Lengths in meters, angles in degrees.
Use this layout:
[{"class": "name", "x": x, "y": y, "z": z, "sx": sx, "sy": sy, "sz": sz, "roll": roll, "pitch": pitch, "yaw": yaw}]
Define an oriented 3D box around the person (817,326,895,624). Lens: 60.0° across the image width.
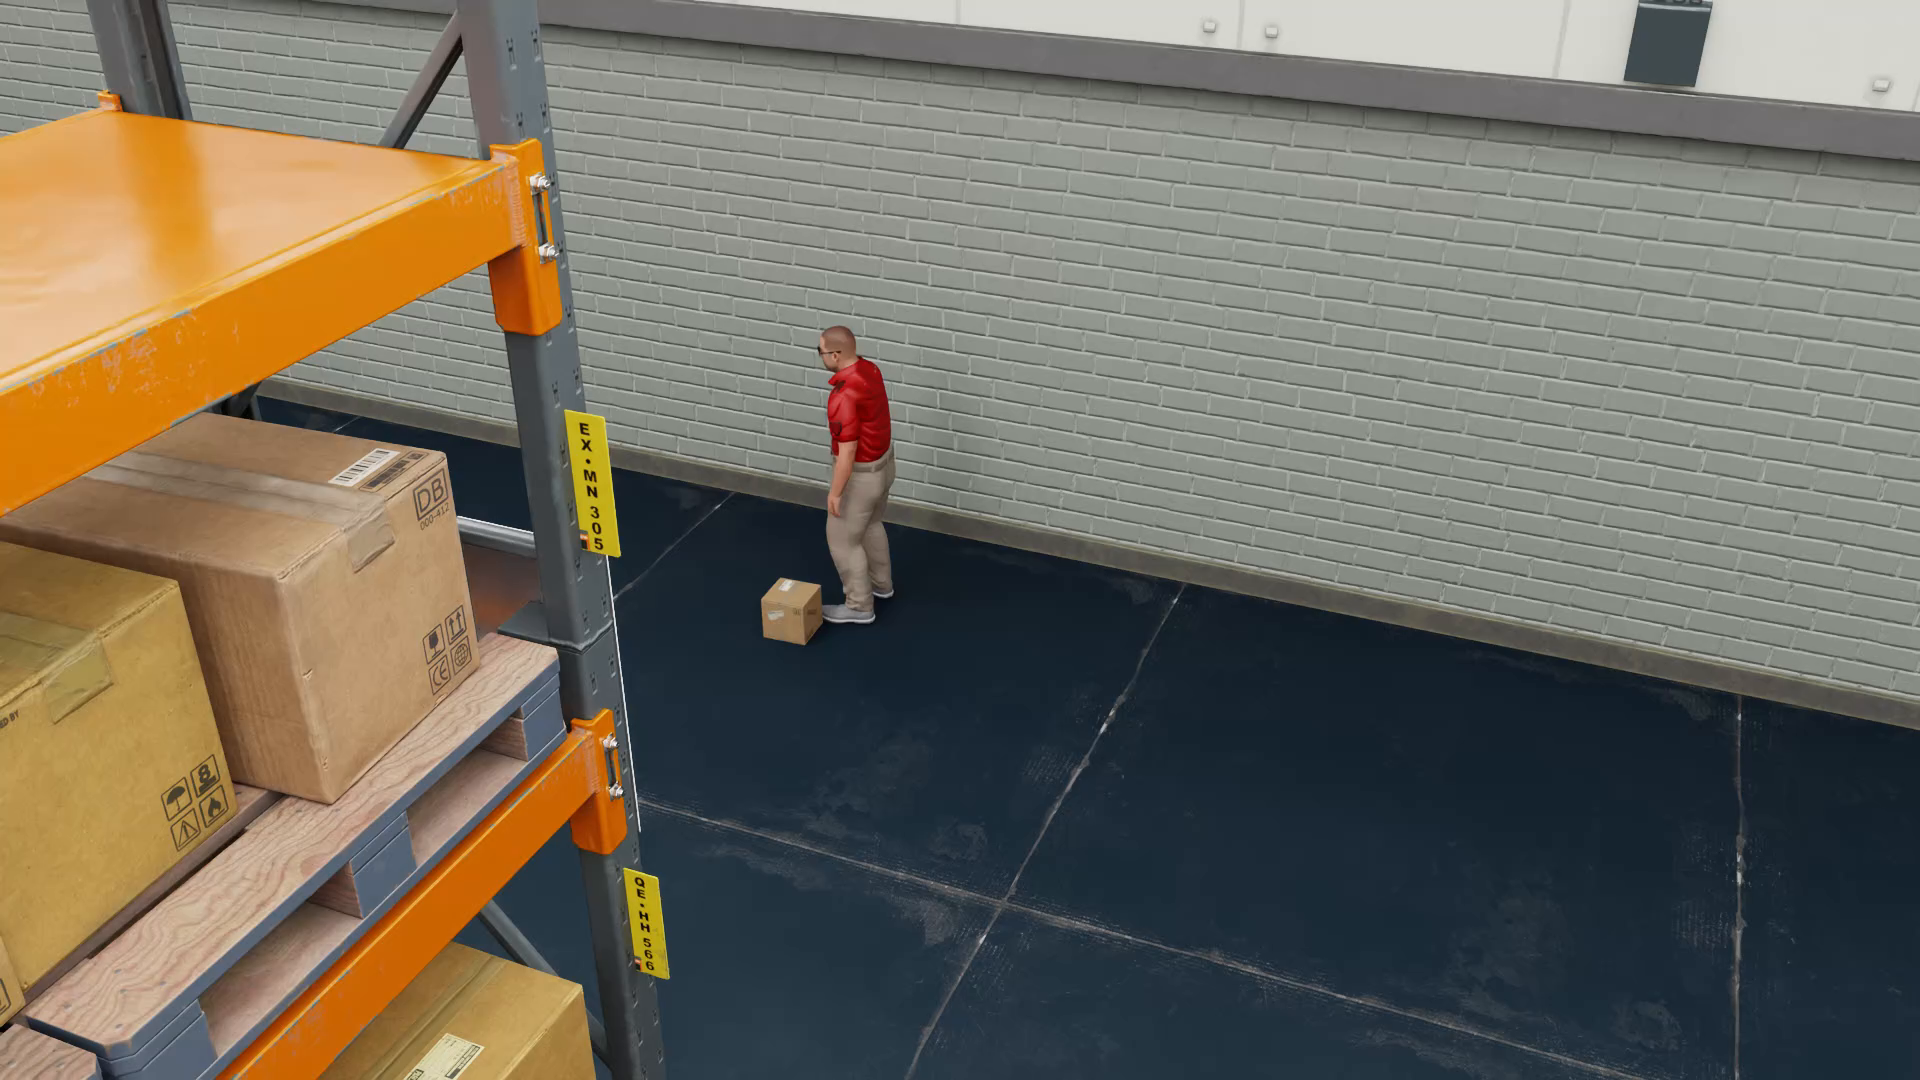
[{"class": "person", "x": -0.569, "y": -0.360, "z": 9.052, "sx": 0.393, "sy": 1.726, "sz": 0.599, "roll": 9, "pitch": 31, "yaw": 16}]
